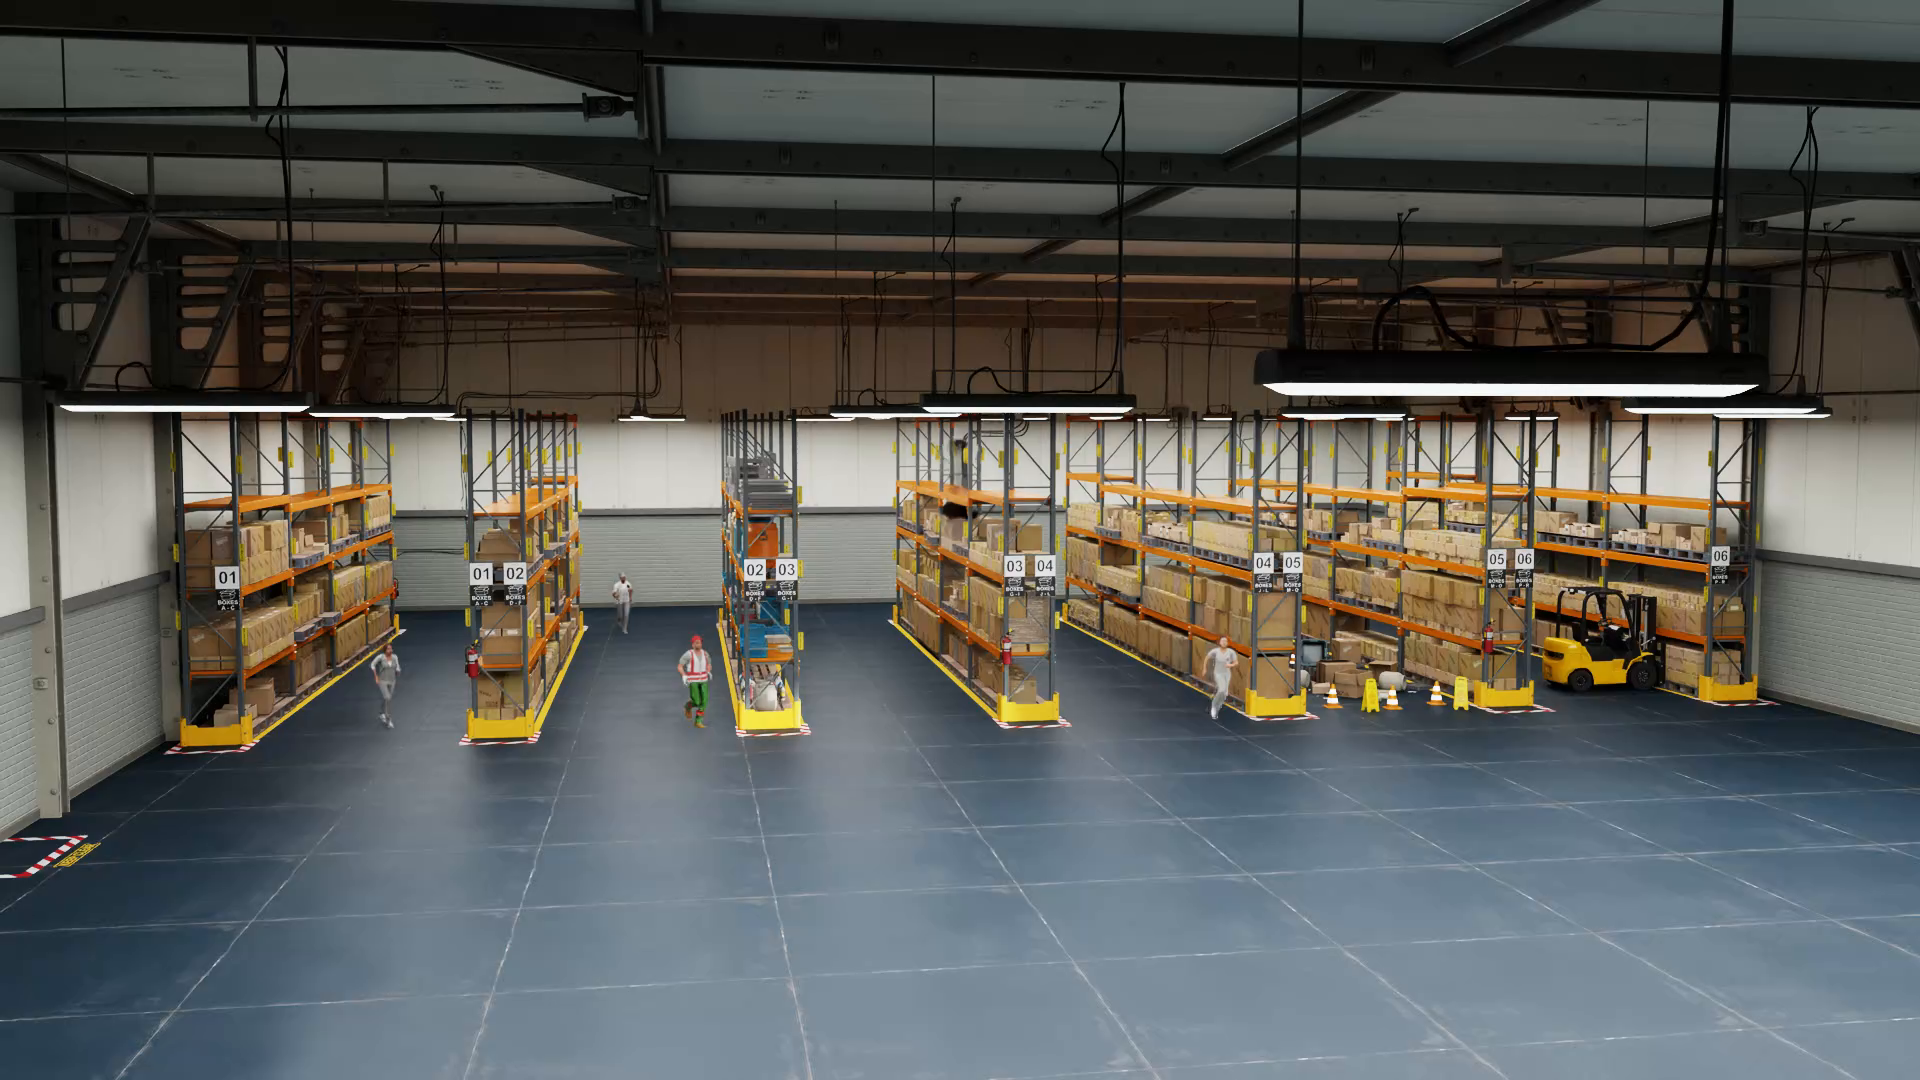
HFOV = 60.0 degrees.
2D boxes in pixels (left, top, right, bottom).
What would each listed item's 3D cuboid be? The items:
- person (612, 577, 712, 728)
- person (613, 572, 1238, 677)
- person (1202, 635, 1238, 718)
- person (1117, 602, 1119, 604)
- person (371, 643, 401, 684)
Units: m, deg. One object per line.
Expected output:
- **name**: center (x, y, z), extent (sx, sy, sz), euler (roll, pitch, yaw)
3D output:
- **person**: center (-7.095, 2.173, 38.526), extent (5.031, 1.738, 14.840), euler (-3, 5, -34)
- **person**: center (-2.102, 2.184, 39.124), extent (9.067, 1.697, 18.345), euler (-2, 4, -21)
- **person**: center (5.074, 2.660, 32.283), extent (0.638, 1.627, 0.590), euler (-1, 4, -12)
- **person**: center (4.737, 1.554, 49.226), extent (0.666, 1.493, 0.487), euler (-2, 5, -30)
- **person**: center (-10.770, 2.332, 31.371), extent (0.474, 0.801, 0.608), euler (-4, 6, -45)
